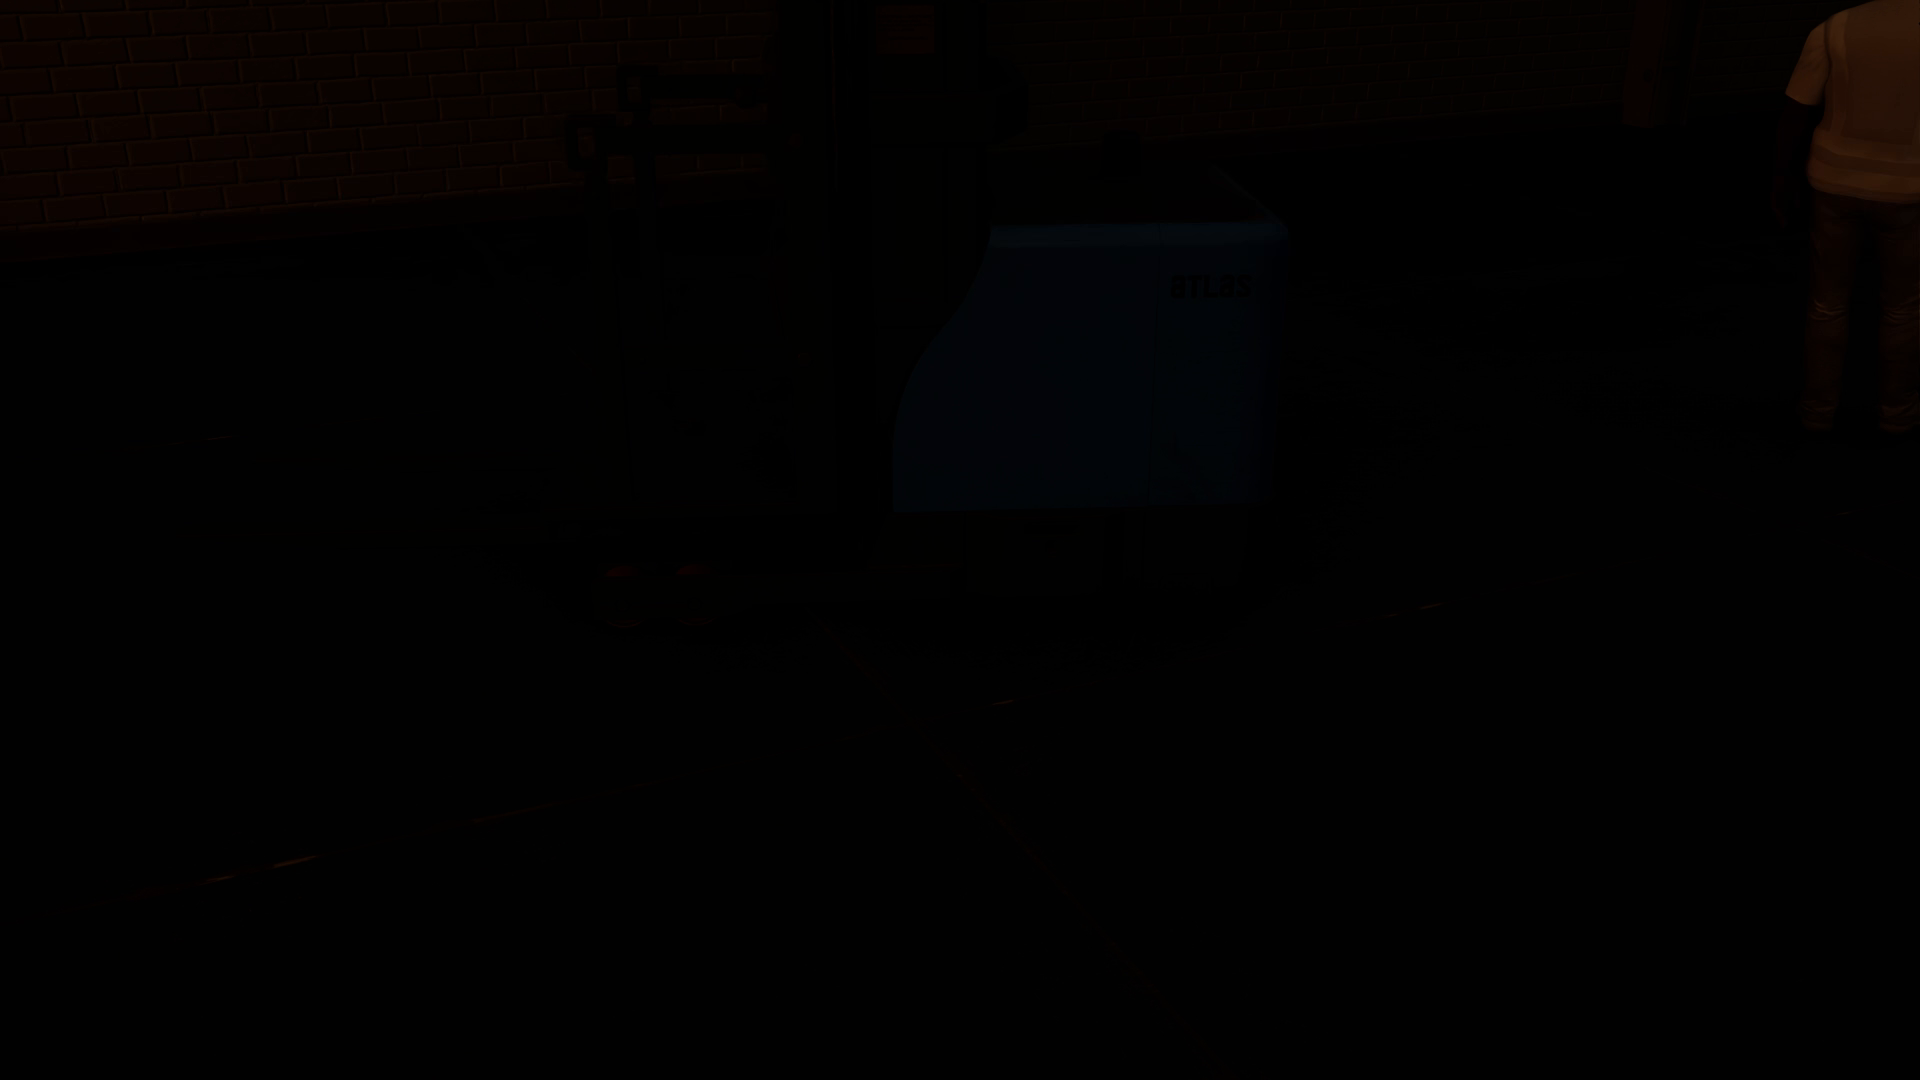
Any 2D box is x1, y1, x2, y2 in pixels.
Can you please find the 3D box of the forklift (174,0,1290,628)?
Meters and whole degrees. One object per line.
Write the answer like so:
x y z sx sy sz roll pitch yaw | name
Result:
-0.665 -1.323 4.472 3.031 2.935 1.130 -1 23 -3 | forklift

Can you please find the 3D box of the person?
3.191 -1.245 5.784 0.669 1.767 0.572 15 27 31 | person
